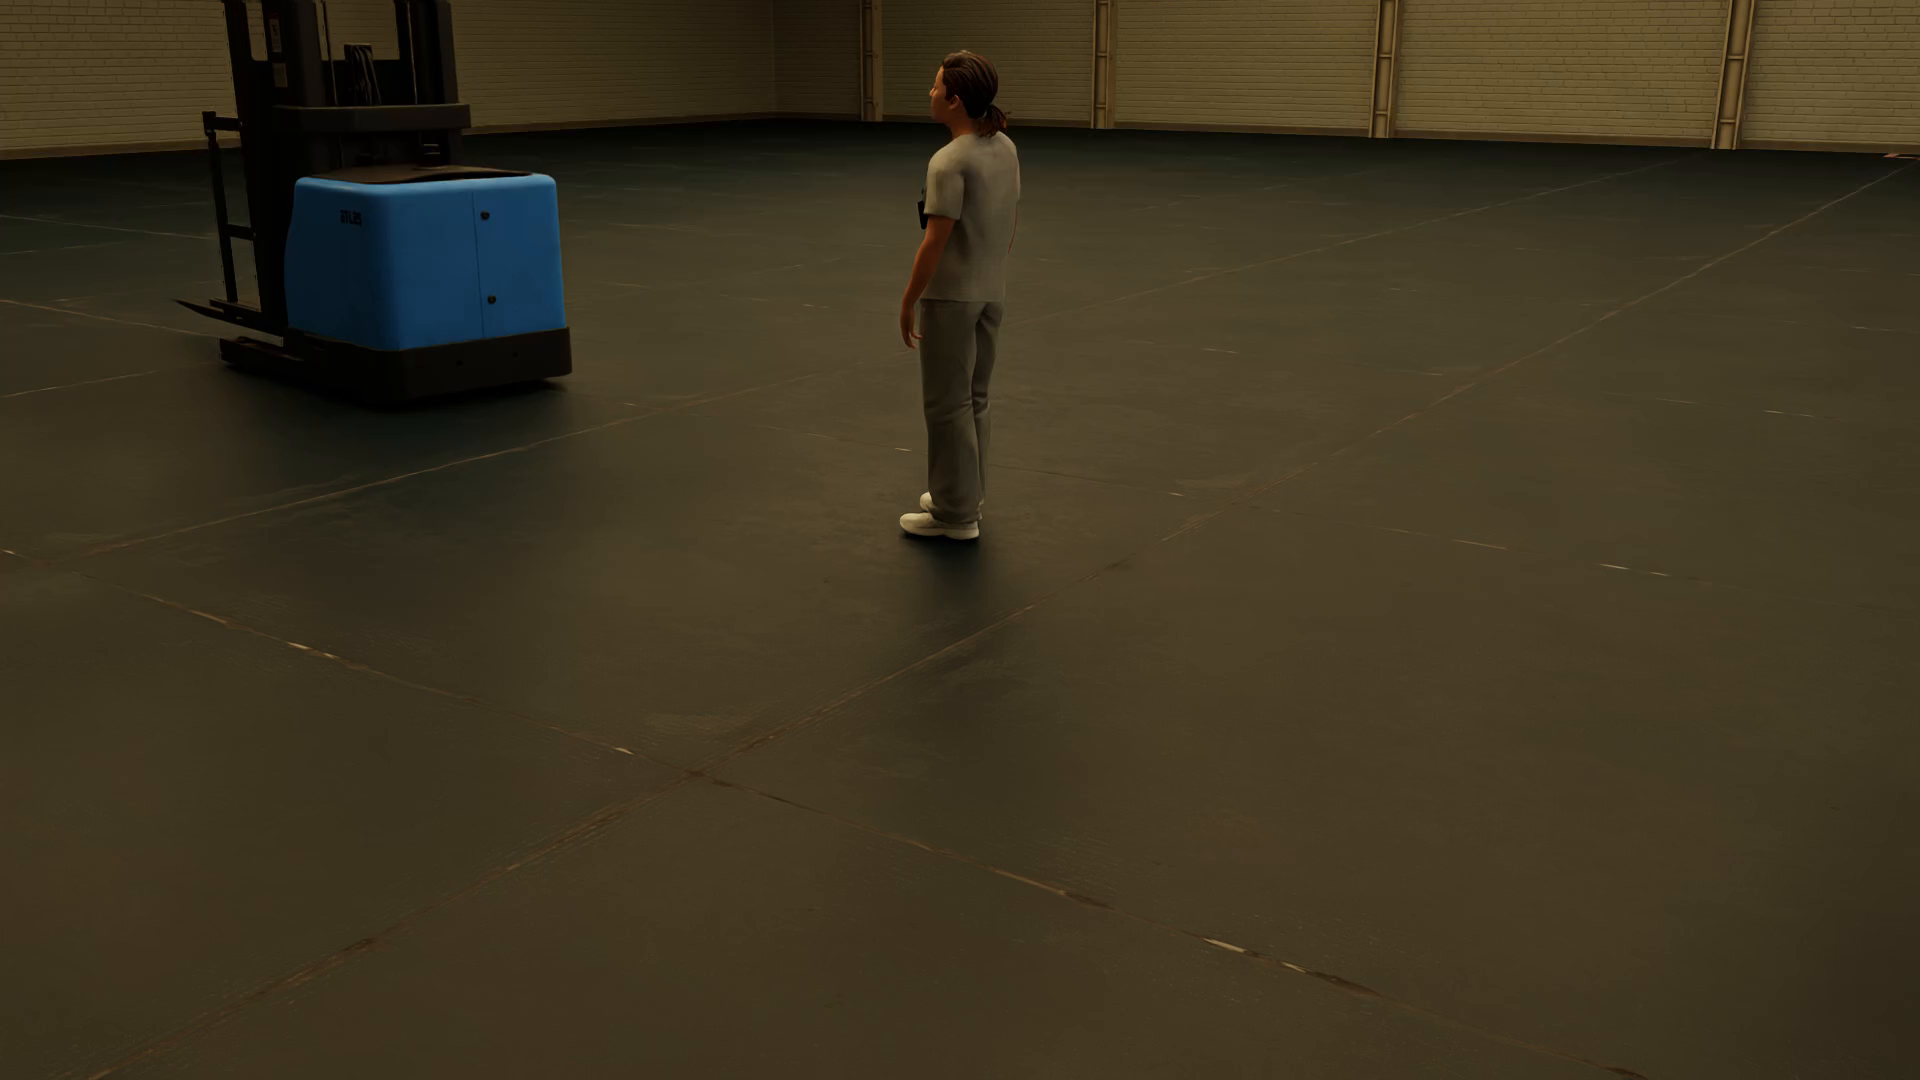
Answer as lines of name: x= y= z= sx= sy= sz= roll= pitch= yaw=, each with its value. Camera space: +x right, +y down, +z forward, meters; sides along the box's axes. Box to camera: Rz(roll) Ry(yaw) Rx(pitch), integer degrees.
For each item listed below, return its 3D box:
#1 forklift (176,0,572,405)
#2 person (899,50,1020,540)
forklift: x=-3.404 y=-2.398 z=8.852 sx=3.031 sy=2.935 sz=1.130 roll=16 pitch=23 yaw=42
person: x=-0.053 y=-0.825 z=5.757 sx=0.548 sy=1.673 sz=0.549 roll=11 pitch=20 yaw=33
